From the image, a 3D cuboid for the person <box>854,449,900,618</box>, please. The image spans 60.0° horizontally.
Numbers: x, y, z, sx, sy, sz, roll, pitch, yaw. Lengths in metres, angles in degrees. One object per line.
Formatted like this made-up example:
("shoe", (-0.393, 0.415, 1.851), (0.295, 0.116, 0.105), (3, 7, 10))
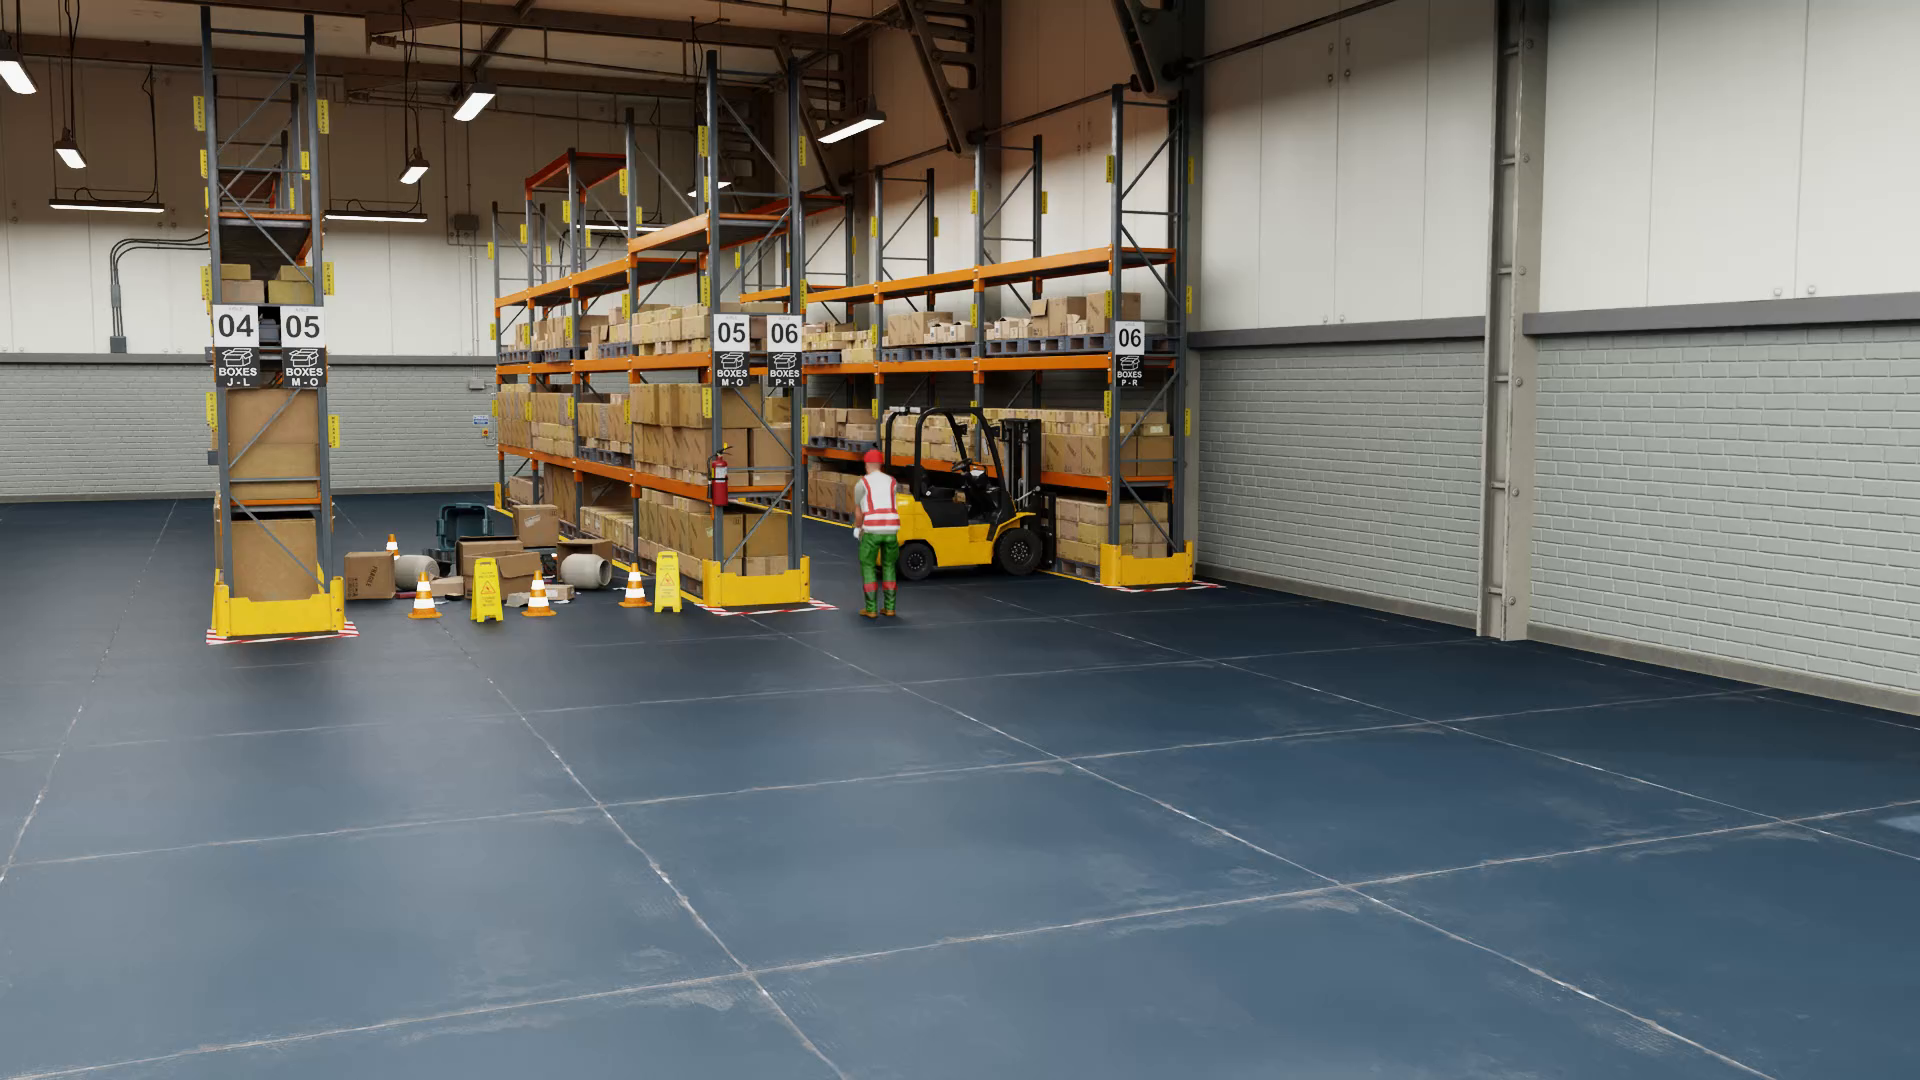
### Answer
("person", (-0.894, -0.082, 17.600), (0.491, 1.760, 0.584), (-2, 6, -25))
